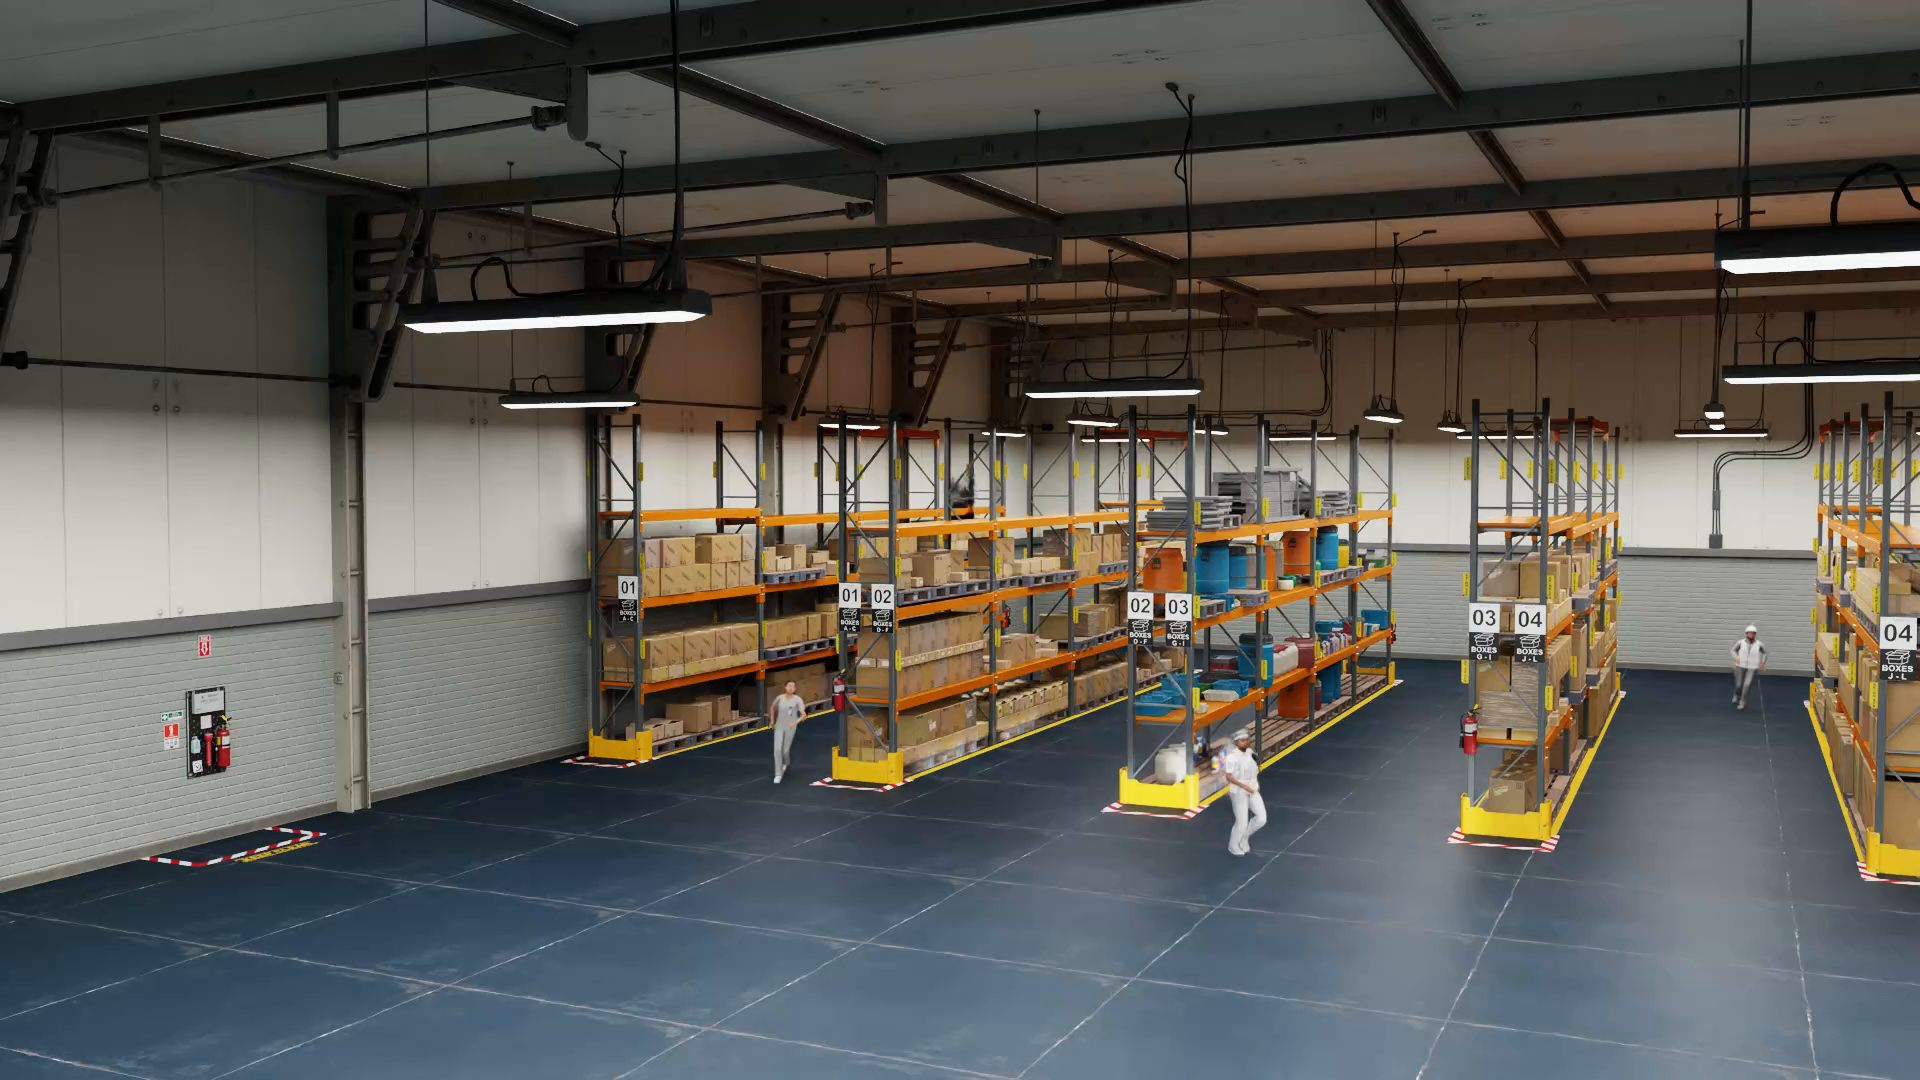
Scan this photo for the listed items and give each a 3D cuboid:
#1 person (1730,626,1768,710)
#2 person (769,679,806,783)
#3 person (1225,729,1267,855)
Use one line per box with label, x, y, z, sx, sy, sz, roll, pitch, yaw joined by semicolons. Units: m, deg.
person;16.640;2.686;35.073;0.725;1.743;0.924;1;3;22
person;-2.798;3.086;27.026;0.601;1.639;0.723;0;2;5
person;3.710;3.279;21.620;0.561;1.660;0.564;-1;3;-30
